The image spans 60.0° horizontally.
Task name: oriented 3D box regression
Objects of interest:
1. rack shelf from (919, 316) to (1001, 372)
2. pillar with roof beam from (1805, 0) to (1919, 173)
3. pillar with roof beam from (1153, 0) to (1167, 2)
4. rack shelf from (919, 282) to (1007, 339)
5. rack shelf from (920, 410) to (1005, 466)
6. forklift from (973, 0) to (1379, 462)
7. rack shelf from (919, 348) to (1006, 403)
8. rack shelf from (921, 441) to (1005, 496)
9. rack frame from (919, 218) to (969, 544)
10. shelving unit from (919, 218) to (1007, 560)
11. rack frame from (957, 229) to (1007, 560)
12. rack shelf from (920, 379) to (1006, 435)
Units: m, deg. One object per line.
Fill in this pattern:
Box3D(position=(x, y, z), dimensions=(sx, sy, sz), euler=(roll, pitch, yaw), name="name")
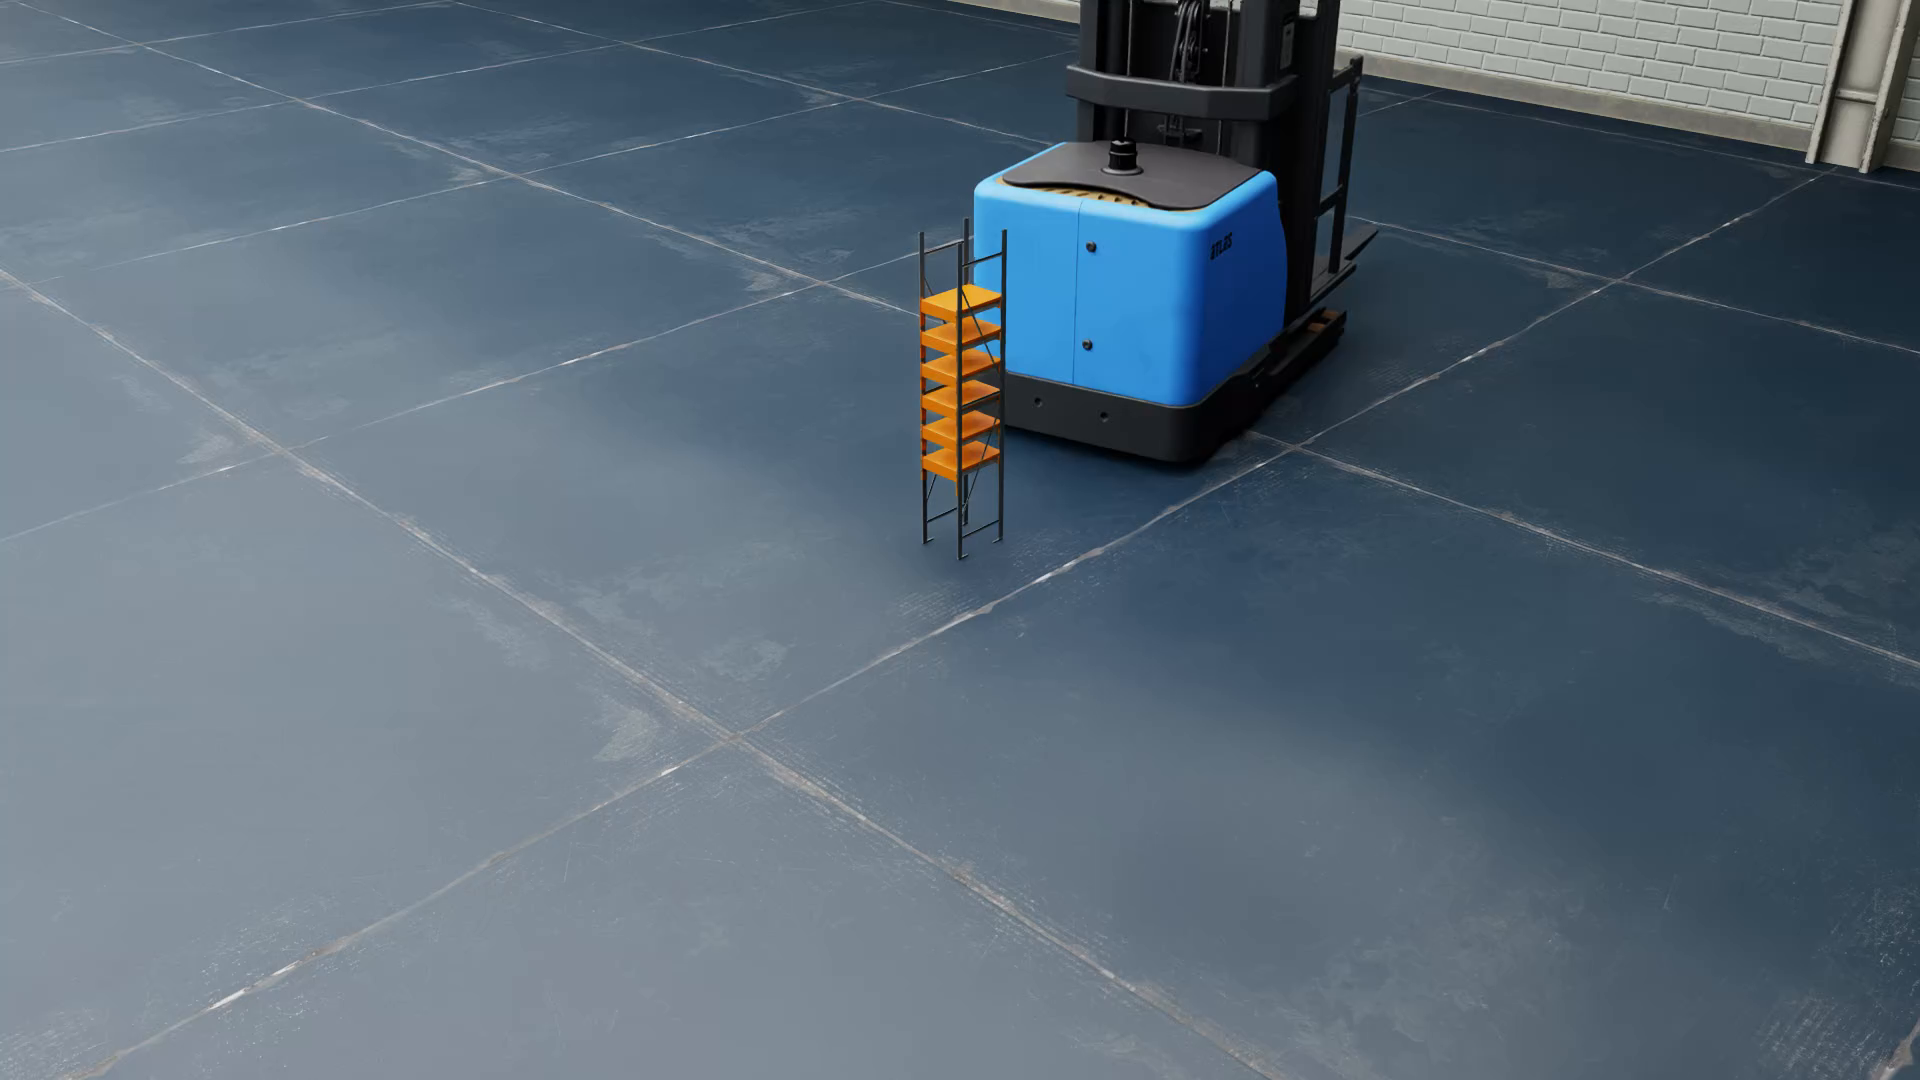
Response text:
Box3D(position=(0.010, -0.699, 5.871), dimensions=(0.180, 0.103, 0.258), euler=(25, 36, 38), name="rack shelf")
Box3D(position=(2.822, -5.042, 6.170), dimensions=(0.400, 9.000, 9.100), euler=(25, 36, 38), name="pillar with roof beam")
Box3D(position=(-1.456, -7.000, 9.893), dimensions=(0.400, 9.000, 9.100), euler=(25, 36, 38), name="pillar with roof beam")
Box3D(position=(0.010, -0.806, 5.815), dimensions=(0.180, 0.103, 0.258), euler=(25, 36, 38), name="rack shelf")
Box3D(position=(0.010, -0.381, 6.038), dimensions=(0.180, 0.103, 0.258), euler=(25, 36, 38), name="rack shelf")
Box3D(position=(1.214, -2.259, 7.397), dimensions=(1.130, 2.935, 3.031), euler=(15, 31, 26), name="forklift")
Box3D(position=(0.010, -0.593, 5.927), dimensions=(0.180, 0.103, 0.258), euler=(25, 36, 38), name="rack shelf")
Box3D(position=(0.010, -0.275, 6.094), dimensions=(0.180, 0.103, 0.258), euler=(25, 36, 38), name="rack shelf")
Box3D(position=(-0.055, -0.556, 6.019), dimensions=(0.006, 1.200, 0.240), euler=(25, 36, 38), name="rack frame")
Box3D(position=(0.010, -0.526, 5.962), dimensions=(0.189, 1.200, 0.258), euler=(25, 36, 38), name="shelving unit")
Box3D(position=(0.076, -0.496, 5.905), dimensions=(0.006, 1.200, 0.240), euler=(25, 36, 38), name="rack frame")
Box3D(position=(0.010, -0.487, 5.982), dimensions=(0.180, 0.103, 0.258), euler=(25, 36, 38), name="rack shelf")
